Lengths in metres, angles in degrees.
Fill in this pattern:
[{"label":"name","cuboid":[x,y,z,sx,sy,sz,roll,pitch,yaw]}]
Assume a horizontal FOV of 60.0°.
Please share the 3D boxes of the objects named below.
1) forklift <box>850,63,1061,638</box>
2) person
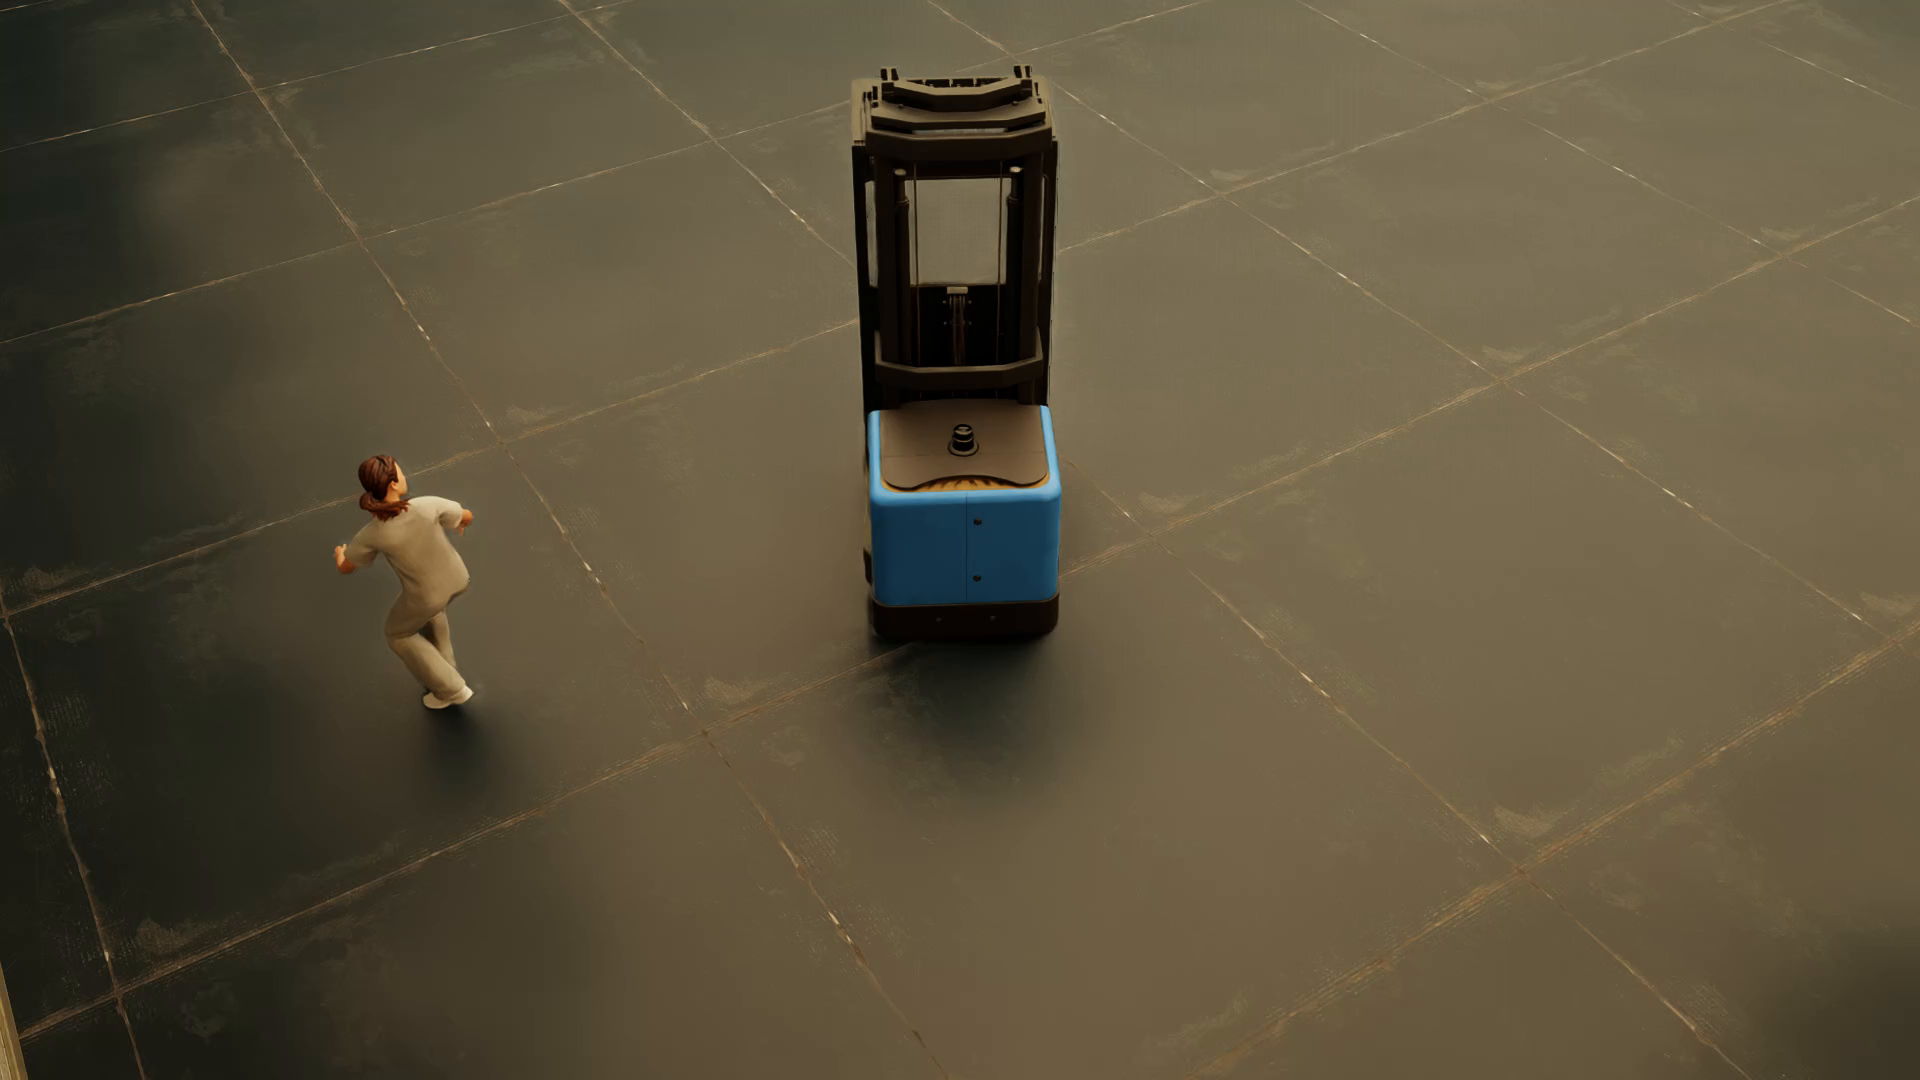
[{"label":"forklift","cuboid":[-0.042,-1.507,9.595,1.130,2.935,3.031,-2,41,-2]},{"label":"person","cuboid":[-2.867,0.167,8.715,0.698,1.570,0.718,29,49,29]}]
